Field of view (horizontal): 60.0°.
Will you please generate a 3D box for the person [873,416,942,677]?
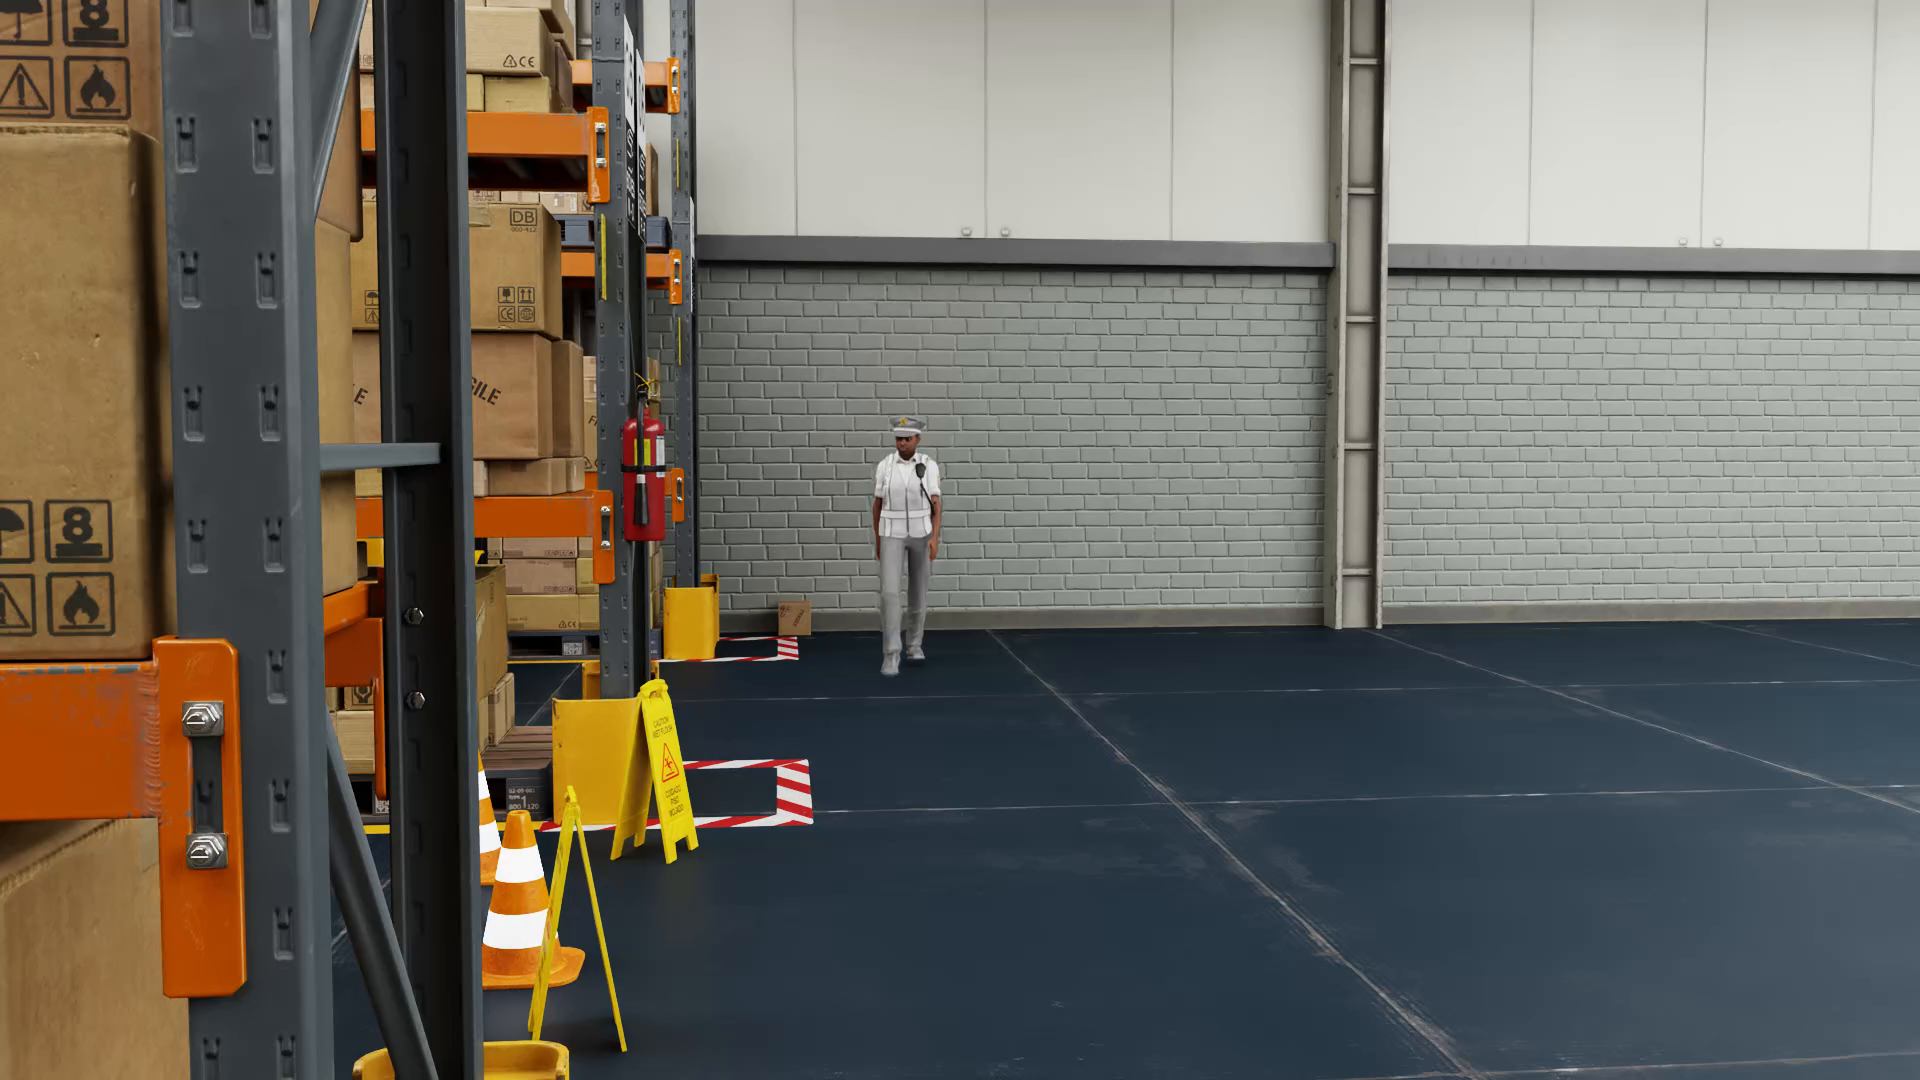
[{"bbox_3d":[-0.349,0.034,11.030,0.457,1.699,0.745,0,3,-2],"label":"person"}]
